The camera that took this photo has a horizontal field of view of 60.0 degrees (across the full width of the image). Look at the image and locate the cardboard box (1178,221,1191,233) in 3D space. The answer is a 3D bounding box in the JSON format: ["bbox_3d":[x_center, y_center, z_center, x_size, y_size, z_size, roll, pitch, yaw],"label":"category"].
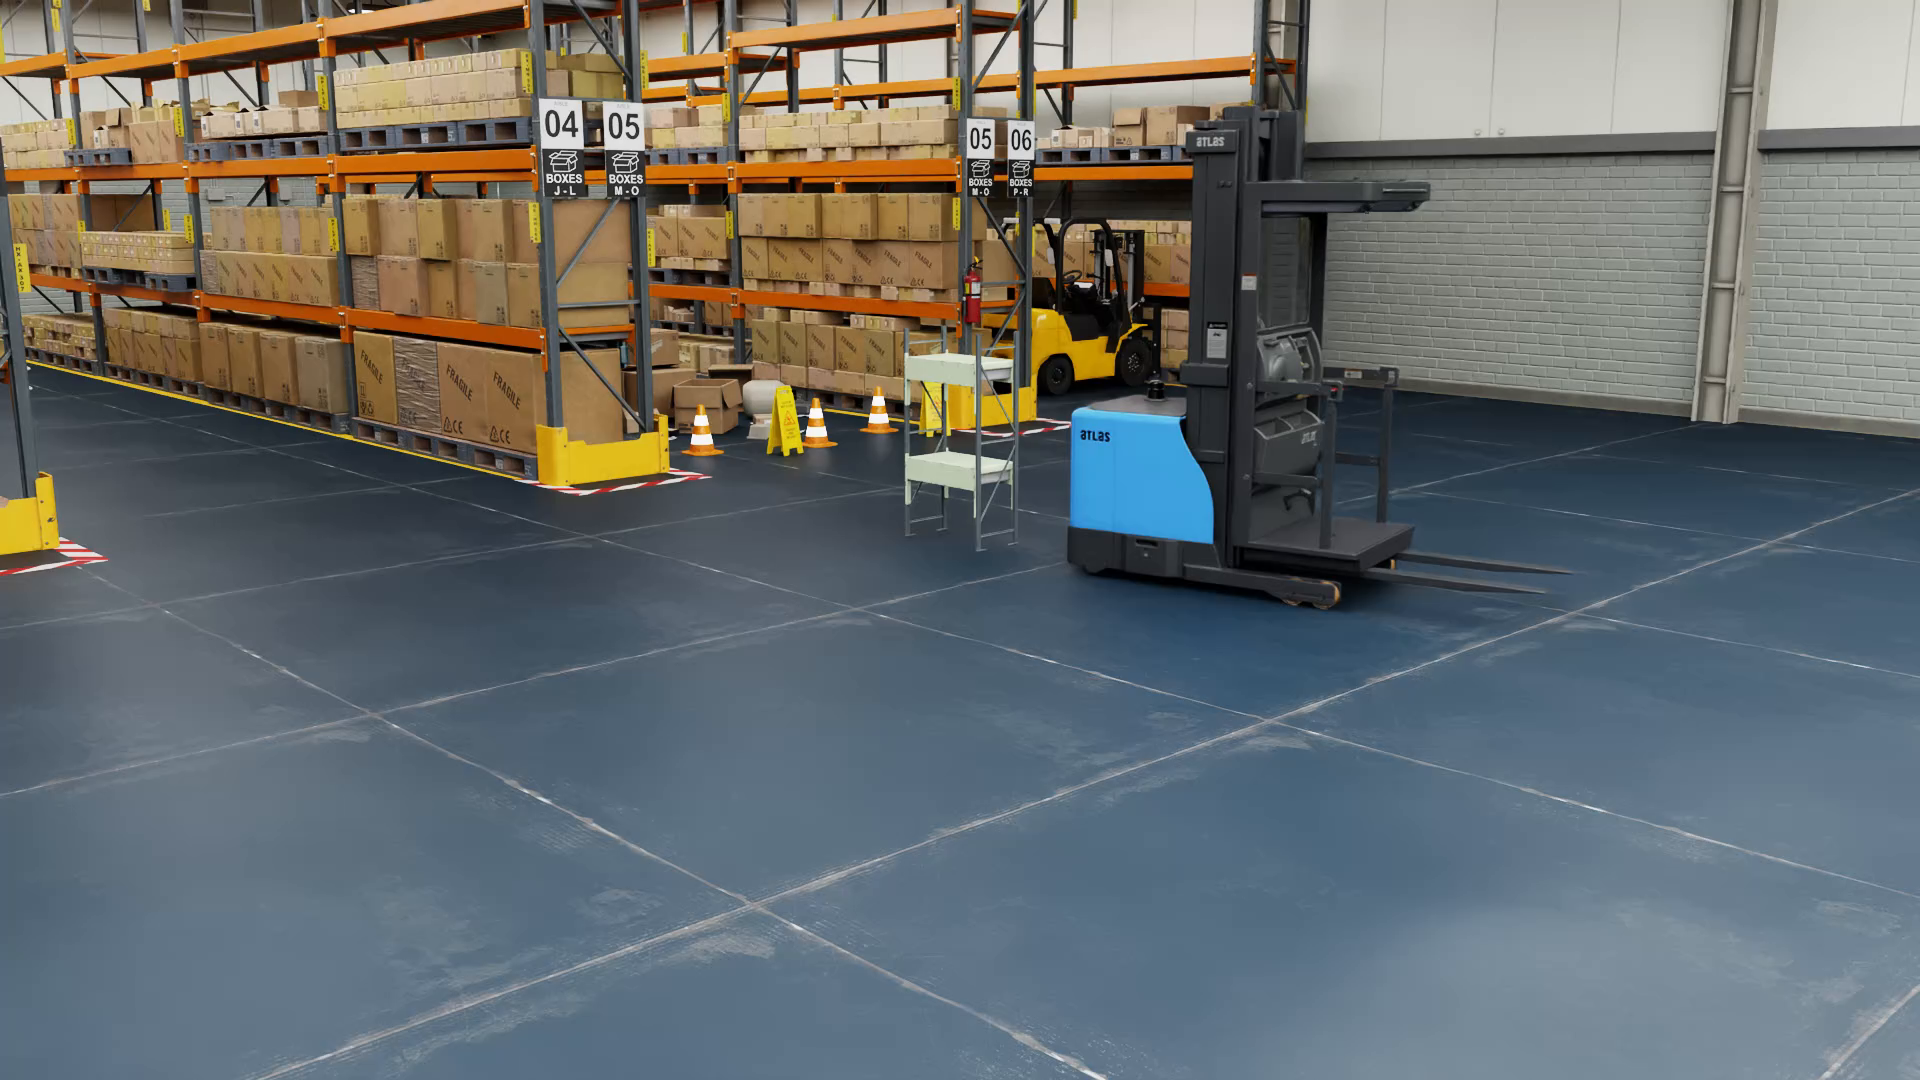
[{"bbox_3d":[3.057,-4.072,21.652,0.380,0.149,0.250,-11,16,-42],"label":"cardboard box"}]

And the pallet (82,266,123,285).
[{"bbox_3d":[-10.994,-3.553,22.200,1.003,0.211,1.213,-11,16,-43],"label":"pallet"}]

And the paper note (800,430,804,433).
[{"bbox_3d":[-1.712,-1.139,17.362,0.142,0.019,0.148,6,13,26],"label":"paper note"}]

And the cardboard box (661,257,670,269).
[{"bbox_3d":[-3.631,-3.586,21.466,0.380,0.149,0.250,-11,16,-43],"label":"cardboard box"}]

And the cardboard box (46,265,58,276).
[{"bbox_3d":[-12.915,-3.883,23.948,0.380,0.149,0.250,-10,16,-41],"label":"cardboard box"}]

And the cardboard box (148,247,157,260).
[{"bbox_3d":[-9.694,-3.509,20.354,0.380,0.149,0.250,-10,16,-41],"label":"cardboard box"}]

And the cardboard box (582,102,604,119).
[{"bbox_3d":[-3.134,-3.723,14.449,0.380,0.149,0.250,-11,16,-42],"label":"cardboard box"}]

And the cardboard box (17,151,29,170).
[{"bbox_3d":[-13.328,-5.506,24.143,0.500,0.250,0.500,11,16,43],"label":"cardboard box"}]

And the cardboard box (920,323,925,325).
[{"bbox_3d":[-0.698,-2.268,19.402,0.500,0.500,0.500,-10,16,-41],"label":"cardboard box"}]

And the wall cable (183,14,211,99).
[{"bbox_3d":[-14.800,-8.796,32.307,0.463,3.000,0.029,-11,16,-43],"label":"wall cable"}]

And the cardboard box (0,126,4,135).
[{"bbox_3d":[-14.120,-6.120,24.892,0.380,0.149,0.250,-11,16,-43],"label":"cardboard box"}]

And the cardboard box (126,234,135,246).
[{"bbox_3d":[-10.215,-3.766,20.864,0.380,0.149,0.250,-10,15,-40],"label":"cardboard box"}]

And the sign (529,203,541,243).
[{"bbox_3d":[-3.531,-2.637,13.822,0.100,0.325,0.005,-11,16,-43],"label":"sign"}]

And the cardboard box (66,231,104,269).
[{"bbox_3d":[-11.955,-4.005,22.931,0.500,0.500,0.500,-11,16,-42],"label":"cardboard box"}]

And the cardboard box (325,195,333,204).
[{"bbox_3d":[-10.623,-5.833,28.458,0.380,0.149,0.250,-10,16,-41],"label":"cardboard box"}]

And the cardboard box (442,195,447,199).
[{"bbox_3d":[-8.125,-5.457,26.633,0.380,0.149,0.250,-11,16,-42],"label":"cardboard box"}]

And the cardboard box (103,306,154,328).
[{"bbox_3d":[-11.097,-2.983,22.252,0.500,0.250,0.500,11,16,43],"label":"cardboard box"}]

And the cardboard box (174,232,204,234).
[{"bbox_3d":[-9.911,-3.892,21.477,0.380,0.149,0.250,-11,16,-43],"label":"cardboard box"}]

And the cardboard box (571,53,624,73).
[{"bbox_3d":[-3.130,-4.112,14.361,0.380,0.149,0.250,-11,16,-42],"label":"cardboard box"}]

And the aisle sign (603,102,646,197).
[{"bbox_3d":[-2.863,-3.332,14.210,0.394,0.787,0.004,-11,16,-43],"label":"aisle sign"}]

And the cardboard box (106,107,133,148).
[{"bbox_3d":[-10.445,-5.261,21.282,0.797,0.503,0.637,-11,16,-43],"label":"cardboard box"}]

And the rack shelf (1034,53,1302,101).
[{"bbox_3d":[2.587,-6.106,22.024,1.077,0.370,4.000,-11,16,-43],"label":"rack shelf"}]

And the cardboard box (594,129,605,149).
[{"bbox_3d":[-4.496,-5.278,22.415,0.700,0.500,0.500,-11,16,-43],"label":"cardboard box"}]

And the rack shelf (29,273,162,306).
[{"bbox_3d":[-12.798,-3.718,24.309,1.077,0.370,4.000,-11,16,-43],"label":"rack shelf"}]

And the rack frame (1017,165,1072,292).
[{"bbox_3d":[1.206,-4.008,23.933,1.000,3.000,0.127,-11,16,-43],"label":"rack frame"}]

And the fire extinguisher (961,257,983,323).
[{"bbox_3d":[0.127,-2.613,17.354,0.296,0.674,0.183,-11,16,-43],"label":"fire extinguisher"}]

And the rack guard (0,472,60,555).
[{"bbox_3d":[-6.839,-0.138,11.342,1.175,0.500,0.348,-11,16,-43],"label":"rack guard"}]

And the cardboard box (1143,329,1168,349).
[{"bbox_3d":[2.696,-2.703,22.131,0.500,0.250,0.500,-11,16,-44],"label":"cardboard box"}]

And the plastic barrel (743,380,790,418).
[{"bbox_3d":[-2.140,-1.561,18.438,0.512,0.421,0.421,-1,12,-4],"label":"plastic barrel"}]

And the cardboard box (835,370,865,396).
[{"bbox_3d":[-1.089,-1.824,19.104,0.500,0.250,0.500,11,16,43],"label":"cardboard box"}]

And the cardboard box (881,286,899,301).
[{"bbox_3d":[-0.648,-2.729,18.347,0.380,0.149,0.250,-11,16,-42],"label":"cardboard box"}]

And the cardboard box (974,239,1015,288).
[{"bbox_3d":[0.254,-3.035,18.222,0.500,0.500,0.500,-11,16,-43],"label":"cardboard box"}]

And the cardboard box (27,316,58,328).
[{"bbox_3d":[-13.704,-3.262,24.859,0.380,0.149,0.250,-11,16,-43],"label":"cardboard box"}]

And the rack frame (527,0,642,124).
[{"bbox_3d":[-3.129,-4.966,13.714,1.000,3.000,0.127,-11,16,-43],"label":"rack frame"}]

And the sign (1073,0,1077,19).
[{"bbox_3d":[1.624,-7.555,23.575,0.100,0.325,0.005,-11,16,-43],"label":"sign"}]

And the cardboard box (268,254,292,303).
[{"bbox_3d":[-7.143,-2.847,18.048,0.500,0.500,0.500,-11,16,-42],"label":"cardboard box"}]

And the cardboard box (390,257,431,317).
[{"bbox_3d":[-4.944,-2.460,16.048,0.875,0.550,0.550,-11,16,-43],"label":"cardboard box"}]

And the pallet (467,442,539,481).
[{"bbox_3d":[-3.738,-0.768,15.114,1.003,0.211,1.213,-11,16,-43],"label":"pallet"}]

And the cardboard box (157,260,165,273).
[{"bbox_3d":[-9.497,-3.322,20.185,0.380,0.149,0.250,-11,16,-43],"label":"cardboard box"}]

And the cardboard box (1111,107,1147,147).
[{"bbox_3d":[2.475,-5.484,22.116,0.797,0.503,0.637,-10,15,-41],"label":"cardboard box"}]

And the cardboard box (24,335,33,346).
[{"bbox_3d":[-14.048,-3.051,25.311,0.380,0.149,0.250,-10,16,-41],"label":"cardboard box"}]

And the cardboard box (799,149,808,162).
[{"bbox_3d":[-1.631,-4.433,19.184,0.250,0.149,0.380,11,16,43],"label":"cardboard box"}]

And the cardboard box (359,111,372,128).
[{"bbox_3d":[-5.535,-4.038,15.976,0.380,0.149,0.250,-11,16,-43],"label":"cardboard box"}]

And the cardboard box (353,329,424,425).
[{"bbox_3d":[-5.508,-1.675,16.832,0.875,0.875,0.875,-11,16,-42],"label":"cardboard box"}]

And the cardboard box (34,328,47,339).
[{"bbox_3d":[-13.523,-3.082,24.723,0.380,0.149,0.250,-10,15,-41],"label":"cardboard box"}]

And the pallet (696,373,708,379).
[{"bbox_3d":[-2.920,-2.064,21.405,1.003,0.211,1.213,-11,16,-43],"label":"pallet"}]

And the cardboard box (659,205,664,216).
[{"bbox_3d":[-3.810,-4.418,22.290,0.250,0.149,0.380,11,16,42],"label":"cardboard box"}]

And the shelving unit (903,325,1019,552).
[{"bbox_3d":[0.005,-0.734,11.755,0.431,1.500,0.755,-11,16,-43],"label":"shelving unit"}]

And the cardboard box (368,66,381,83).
[{"bbox_3d":[-5.359,-4.391,15.716,0.380,0.149,0.250,-11,16,-43],"label":"cardboard box"}]

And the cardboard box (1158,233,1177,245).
[{"bbox_3d":[2.812,-3.952,21.806,0.250,0.149,0.380,11,16,43],"label":"cardboard box"}]

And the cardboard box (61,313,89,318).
[{"bbox_3d":[-13.498,-3.377,25.418,0.380,0.149,0.250,-10,16,-41],"label":"cardboard box"}]

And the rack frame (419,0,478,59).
[{"bbox_3d":[-7.906,-7.422,25.634,1.000,3.000,0.127,-11,16,-43],"label":"rack frame"}]

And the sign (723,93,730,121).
[{"bbox_3d":[-2.780,-5.153,19.800,0.100,0.325,0.005,-11,16,-43],"label":"sign"}]

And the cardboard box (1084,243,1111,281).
[{"bbox_3d":[2.046,-3.809,22.716,0.500,0.500,0.500,-11,16,-43],"label":"cardboard box"}]

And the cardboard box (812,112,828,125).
[{"bbox_3d":[-1.461,-4.779,18.886,0.380,0.149,0.250,-11,16,-43],"label":"cardboard box"}]

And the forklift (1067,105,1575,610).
[{"bbox_3d":[2.214,-1.143,10.195,3.031,2.935,1.130,8,14,32],"label":"forklift"}]

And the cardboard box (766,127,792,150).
[{"bbox_3d":[-1.913,-4.681,19.399,0.500,0.250,0.500,-11,16,-43],"label":"cardboard box"}]
